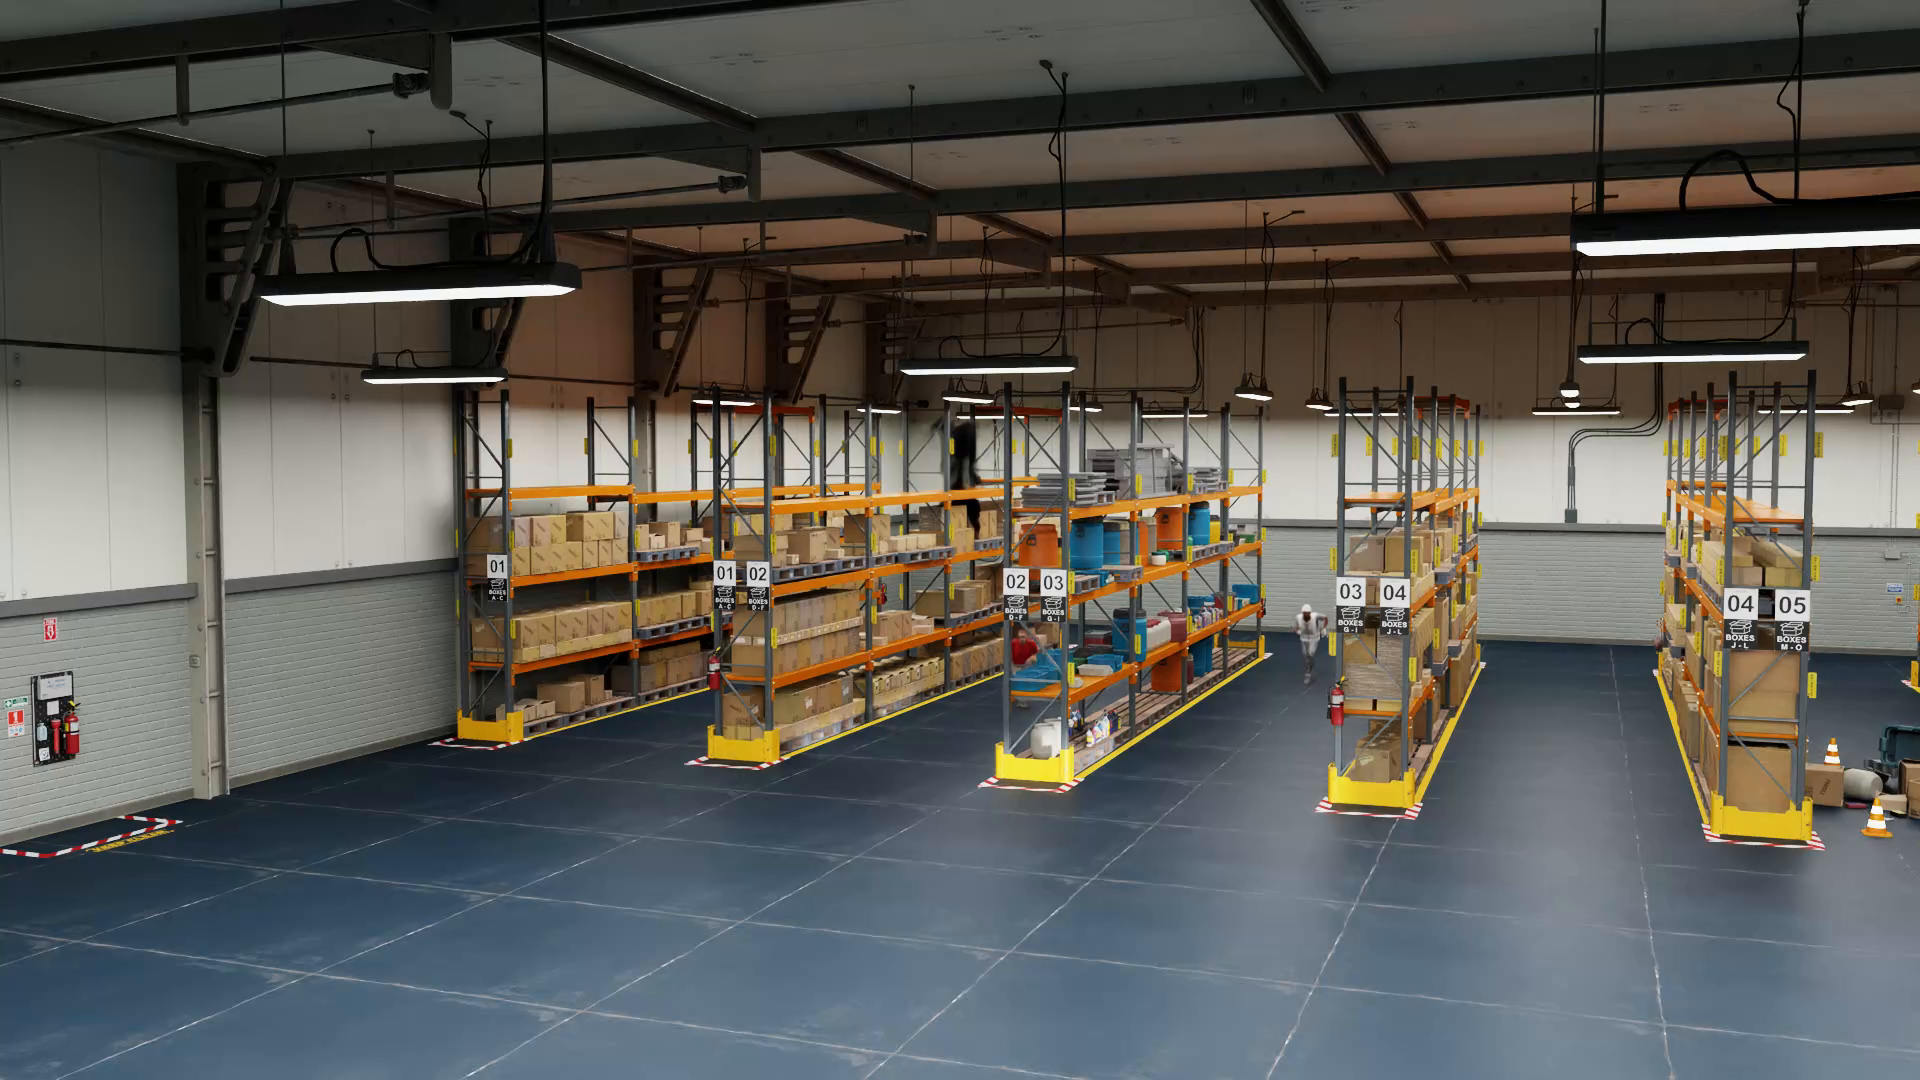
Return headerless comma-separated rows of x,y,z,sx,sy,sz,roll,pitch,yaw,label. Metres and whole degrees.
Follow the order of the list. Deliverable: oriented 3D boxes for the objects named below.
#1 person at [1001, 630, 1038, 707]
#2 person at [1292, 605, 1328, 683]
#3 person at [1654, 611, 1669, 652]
1.139,2.472,31.934,0.695,1.548,0.887,0,3,-2,person
7.536,2.221,35.788,0.729,1.725,1.031,1,3,23,person
16.134,2.083,37.908,0.603,1.635,0.558,-1,3,-22,person
